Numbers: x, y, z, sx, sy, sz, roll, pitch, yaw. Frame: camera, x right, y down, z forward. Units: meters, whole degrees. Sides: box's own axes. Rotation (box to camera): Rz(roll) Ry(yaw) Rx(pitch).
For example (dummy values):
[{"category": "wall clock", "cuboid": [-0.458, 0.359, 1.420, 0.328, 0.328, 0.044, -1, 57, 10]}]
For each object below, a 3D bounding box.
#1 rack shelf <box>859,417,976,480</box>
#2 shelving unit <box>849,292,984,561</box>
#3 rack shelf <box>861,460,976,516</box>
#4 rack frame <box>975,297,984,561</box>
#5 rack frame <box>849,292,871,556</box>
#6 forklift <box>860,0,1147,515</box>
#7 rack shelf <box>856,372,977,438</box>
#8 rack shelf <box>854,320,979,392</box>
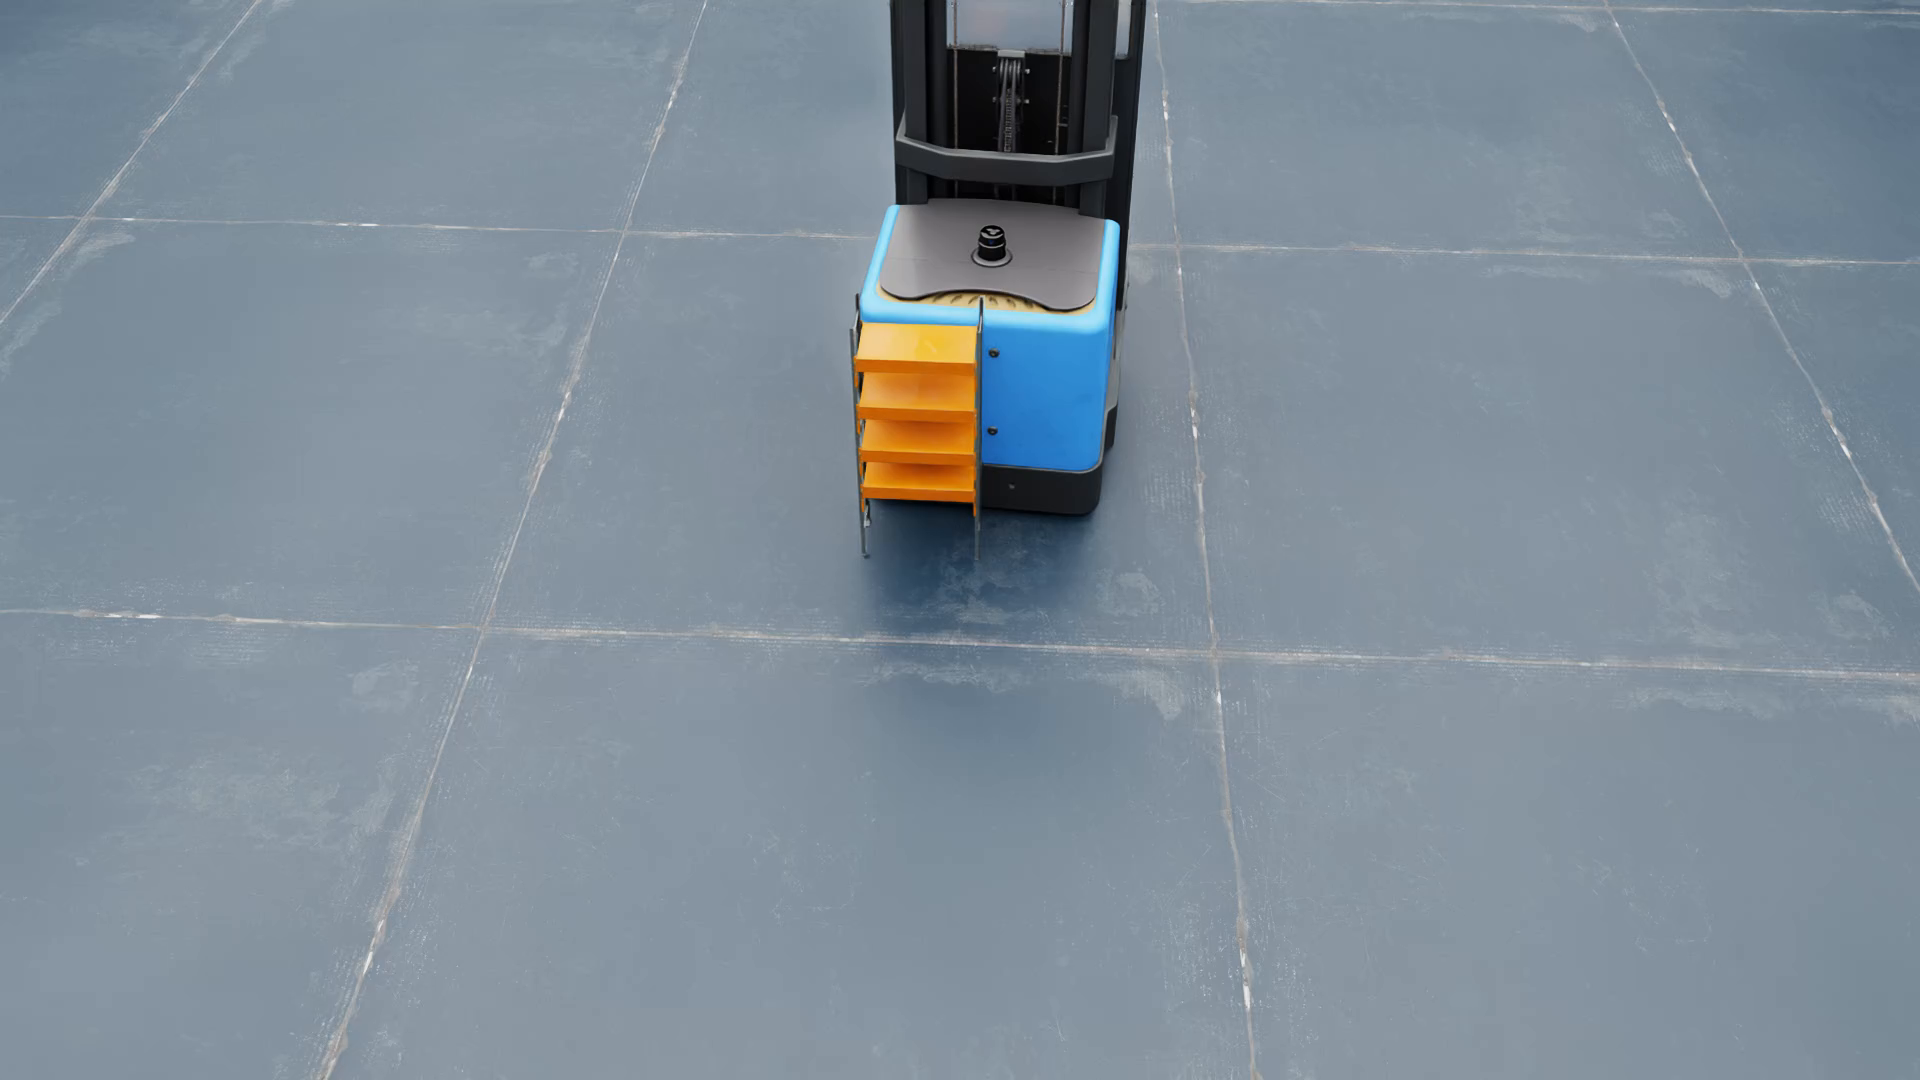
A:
[{"category": "rack shelf", "cuboid": [-0.166, -0.393, 6.890, 0.480, 0.148, 0.258, 2, 43, 2]}, {"category": "shelving unit", "cuboid": [-0.166, -0.442, 6.845, 0.503, 1.200, 0.258, 2, 43, 2]}, {"category": "rack shelf", "cuboid": [-0.166, -0.248, 7.026, 0.480, 0.148, 0.258, 2, 43, 2]}, {"category": "rack frame", "cuboid": [0.078, -0.432, 6.834, 0.015, 1.200, 0.240, 2, 43, 2]}, {"category": "rack frame", "cuboid": [-0.409, -0.452, 6.855, 0.015, 1.200, 0.240, 2, 43, 2]}, {"category": "forklift", "cuboid": [0.278, -2.191, 7.452, 1.130, 2.935, 3.031, 5, 43, 6]}, {"category": "rack shelf", "cuboid": [-0.166, -0.557, 6.738, 0.480, 0.148, 0.258, 2, 43, 2]}, {"category": "rack shelf", "cuboid": [-0.166, -0.730, 6.577, 0.480, 0.148, 0.258, 2, 43, 2]}]
